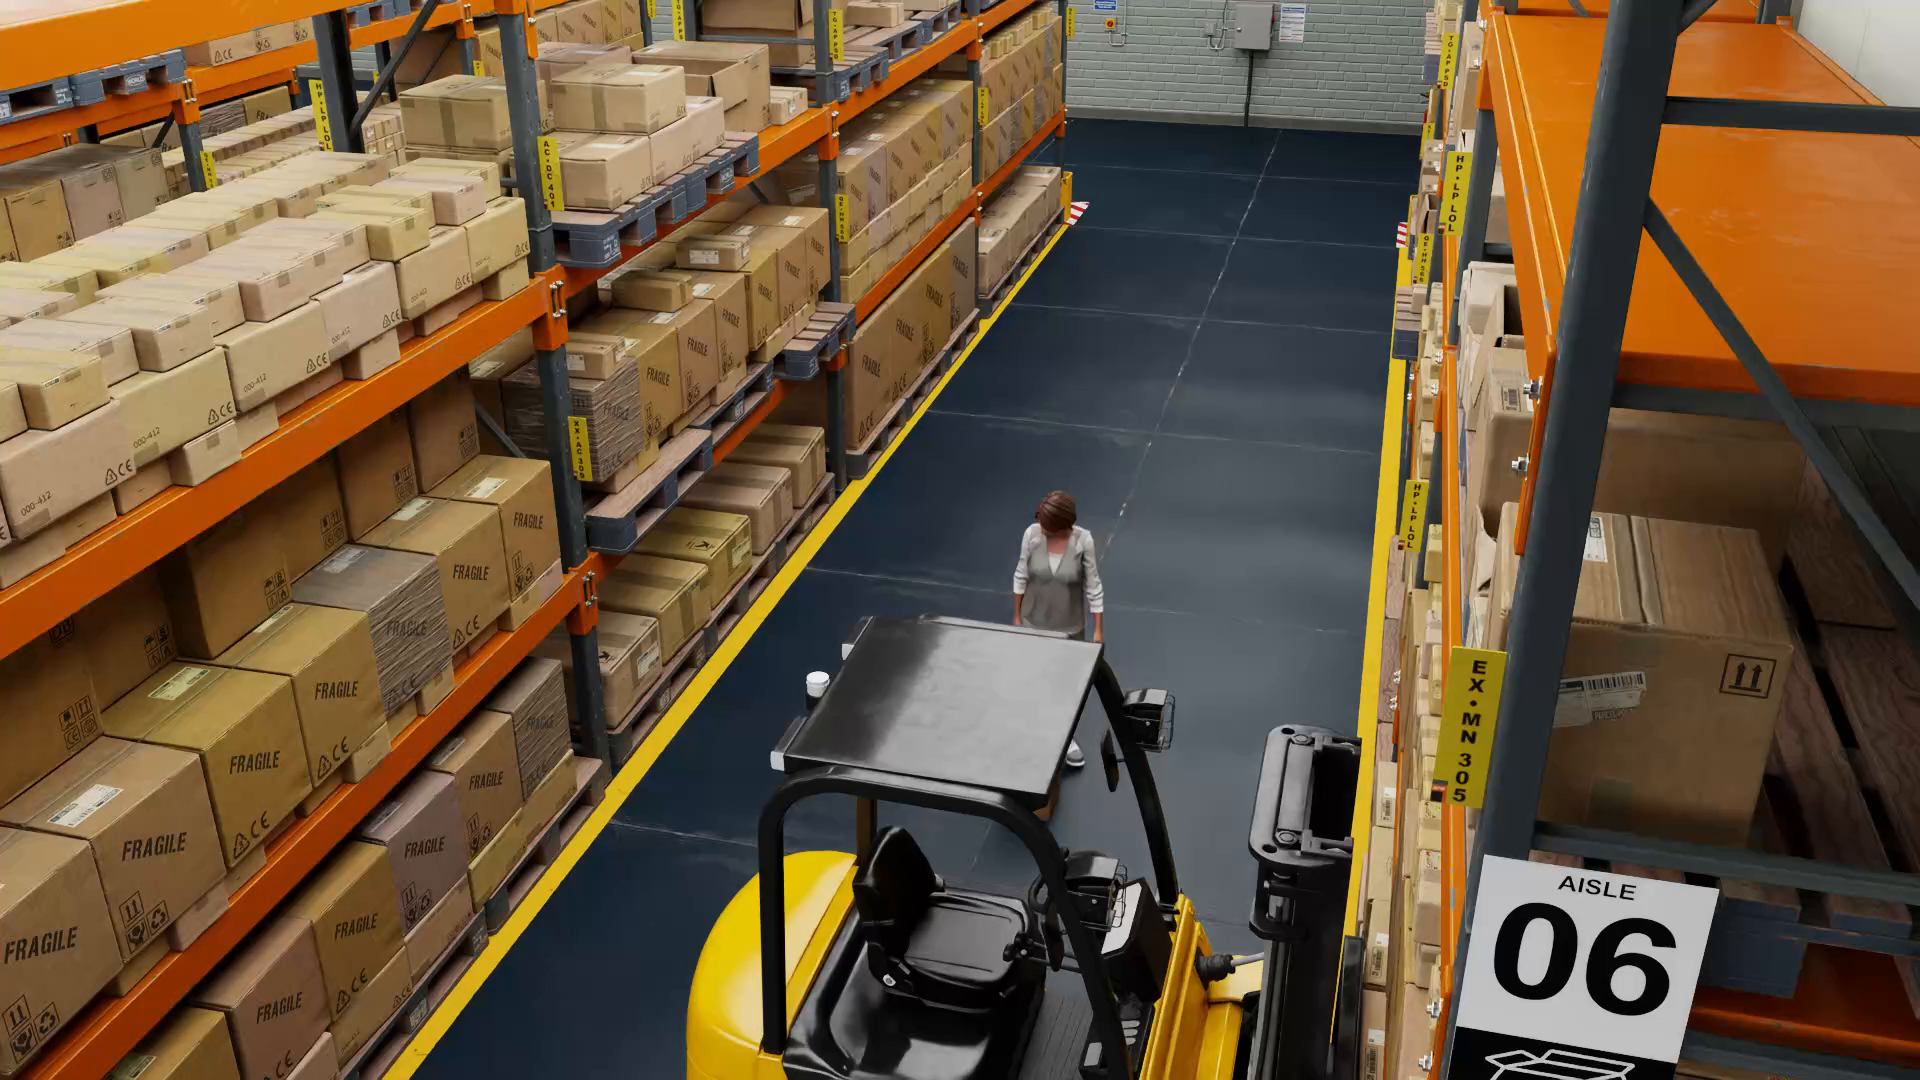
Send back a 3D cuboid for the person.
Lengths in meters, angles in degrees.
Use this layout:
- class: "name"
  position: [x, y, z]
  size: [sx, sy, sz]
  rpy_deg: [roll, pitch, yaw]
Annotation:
- class: "person"
  position: [0.504, 0.461, 8.719]
  size: [0.511, 1.613, 0.326]
  rpy_deg: [2, 26, 4]
